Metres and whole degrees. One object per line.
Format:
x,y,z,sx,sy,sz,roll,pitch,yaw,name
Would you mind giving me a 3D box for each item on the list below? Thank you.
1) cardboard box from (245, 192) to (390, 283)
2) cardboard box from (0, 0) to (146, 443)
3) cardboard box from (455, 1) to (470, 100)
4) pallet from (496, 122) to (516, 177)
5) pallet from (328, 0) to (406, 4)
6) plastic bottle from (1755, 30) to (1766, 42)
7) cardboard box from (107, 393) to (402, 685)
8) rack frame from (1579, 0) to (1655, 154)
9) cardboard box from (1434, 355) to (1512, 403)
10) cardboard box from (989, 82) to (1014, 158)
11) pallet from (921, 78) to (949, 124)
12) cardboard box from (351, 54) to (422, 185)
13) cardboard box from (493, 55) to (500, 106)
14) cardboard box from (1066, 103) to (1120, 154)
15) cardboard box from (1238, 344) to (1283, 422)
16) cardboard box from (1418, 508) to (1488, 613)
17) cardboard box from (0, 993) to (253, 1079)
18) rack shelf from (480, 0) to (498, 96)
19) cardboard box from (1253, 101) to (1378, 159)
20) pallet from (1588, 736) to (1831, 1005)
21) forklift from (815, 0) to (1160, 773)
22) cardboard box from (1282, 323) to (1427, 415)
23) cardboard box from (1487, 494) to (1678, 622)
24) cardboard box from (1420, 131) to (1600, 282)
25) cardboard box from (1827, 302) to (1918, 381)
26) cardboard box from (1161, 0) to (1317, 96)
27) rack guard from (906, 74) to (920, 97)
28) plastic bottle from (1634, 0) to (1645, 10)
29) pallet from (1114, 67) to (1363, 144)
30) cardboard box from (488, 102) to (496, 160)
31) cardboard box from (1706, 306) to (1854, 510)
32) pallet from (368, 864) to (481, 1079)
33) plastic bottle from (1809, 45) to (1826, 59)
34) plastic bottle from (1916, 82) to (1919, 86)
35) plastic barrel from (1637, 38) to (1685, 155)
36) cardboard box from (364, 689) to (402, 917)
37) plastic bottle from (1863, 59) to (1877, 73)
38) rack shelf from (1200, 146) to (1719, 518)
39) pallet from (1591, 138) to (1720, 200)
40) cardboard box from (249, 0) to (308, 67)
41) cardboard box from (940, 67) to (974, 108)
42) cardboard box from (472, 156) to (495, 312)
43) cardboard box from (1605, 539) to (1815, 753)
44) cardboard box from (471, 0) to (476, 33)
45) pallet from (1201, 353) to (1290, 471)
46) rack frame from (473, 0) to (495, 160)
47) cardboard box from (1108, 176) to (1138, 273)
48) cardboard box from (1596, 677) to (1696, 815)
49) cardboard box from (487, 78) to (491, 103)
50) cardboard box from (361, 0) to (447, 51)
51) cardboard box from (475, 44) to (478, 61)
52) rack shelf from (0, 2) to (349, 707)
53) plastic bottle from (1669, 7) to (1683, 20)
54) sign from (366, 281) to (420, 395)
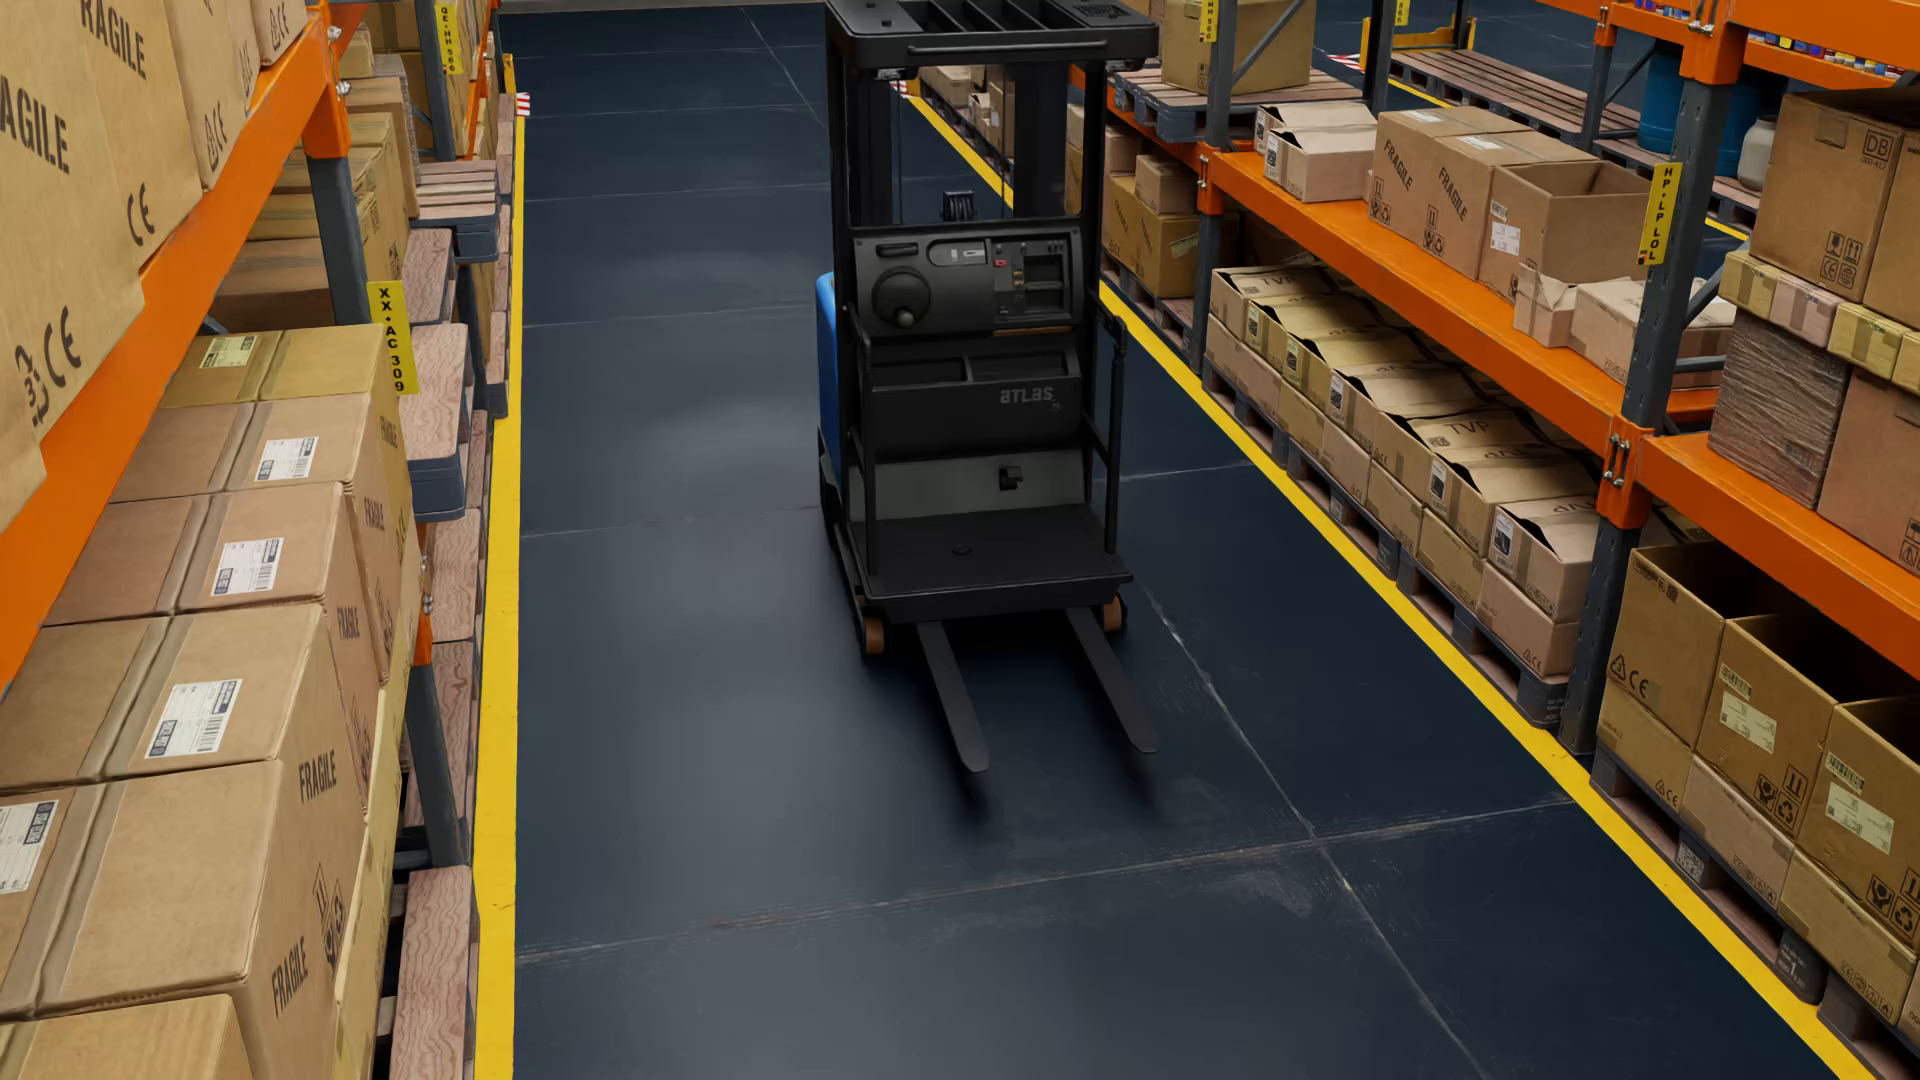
-2.281,-0.818,5.443,0.700,0.500,0.500,-3,27,-6,cardboard box
-1.218,-0.380,1.712,0.500,0.500,0.500,-5,27,-9,cardboard box
-3.062,-2.735,9.376,0.500,0.500,0.500,-6,27,-12,cardboard box
-4.257,-3.250,13.954,1.003,0.211,1.213,-6,27,-12,pallet
-2.116,-1.641,4.552,1.213,0.211,1.003,-6,27,-12,pallet
5.784,-3.718,11.931,0.097,0.271,0.097,0,27,0,plastic bottle
-1.555,0.014,3.706,0.500,0.500,0.500,-6,27,-12,cardboard box
5.769,-4.622,13.579,1.000,3.000,0.127,-6,27,-12,rack frame
2.547,-0.701,7.773,0.500,0.311,0.500,-5,27,-10,cardboard box
0.537,-3.423,13.488,0.500,0.500,0.500,-6,27,-12,cardboard box
0.238,-4.249,15.934,1.003,0.211,1.213,-6,27,-12,pallet
-2.866,-1.896,7.578,0.700,0.500,0.500,-9,28,-18,cardboard box
-4.530,-4.147,14.945,0.700,0.500,0.500,-6,27,-12,cardboard box
1.039,-2.860,11.541,0.500,0.250,0.500,-6,27,-11,cardboard box
1.789,-0.845,8.680,0.500,0.250,0.500,-7,28,-13,cardboard box
2.257,0.056,6.895,0.500,0.250,0.500,-6,27,-12,cardboard box
-1.096,0.917,1.916,0.500,0.500,0.500,-6,27,-11,cardboard box
-4.334,-4.173,13.487,1.077,0.370,4.000,-6,27,-12,rack shelf
1.883,-2.161,8.801,0.500,0.311,0.500,-4,27,-8,cardboard box
2.883,0.989,5.556,1.003,0.211,1.213,-6,27,-12,pallet
0.081,-1.015,6.508,1.130,2.935,3.031,-5,27,-10,forklift
1.915,-0.862,8.091,0.500,0.311,0.500,-7,28,-13,cardboard box
2.374,0.032,6.321,0.500,0.311,0.500,-6,27,-12,cardboard box
2.356,-1.444,7.170,0.500,0.500,0.500,-6,27,-12,cardboard box
2.733,-0.582,4.744,0.380,0.149,0.250,-7,28,-13,cardboard box
1.592,-2.862,9.514,0.700,0.500,0.500,-16,31,-29,cardboard box
0.058,-4.728,16.562,1.175,0.500,0.348,-6,27,-12,rack guard
5.436,-4.366,13.200,0.061,0.283,0.133,-6,27,-12,plastic bottle
1.622,-2.570,9.725,1.213,0.211,1.003,-6,27,-12,pallet
-4.062,-3.247,13.163,0.700,0.500,0.500,-6,27,-12,cardboard box
2.851,-0.459,5.220,0.700,0.500,0.500,-7,28,-13,cardboard box
-1.895,1.432,4.679,1.003,0.211,1.213,-6,27,-12,pallet
5.906,-3.450,11.386,0.061,0.283,0.133,-6,27,-12,plastic bottle
6.111,-3.050,10.593,0.061,0.283,0.133,-6,27,-12,plastic bottle
5.875,-3.632,13.480,0.600,0.901,0.708,-6,27,-12,plastic barrel
-1.446,0.570,3.437,0.500,0.250,0.500,-6,27,-12,cardboard box
6.037,-3.194,10.969,0.097,0.201,0.097,0,27,0,plastic bottle
2.294,-1.166,7.529,1.077,0.370,4.000,-6,27,-12,rack shelf
5.902,-3.034,13.528,1.003,0.211,1.213,-6,27,-12,pallet
-1.725,-1.299,3.533,0.500,0.500,0.500,-5,27,-10,cardboard box
0.112,-4.139,15.185,0.500,0.250,0.500,-6,27,-12,cardboard box
-3.211,-1.809,9.926,0.750,0.750,0.750,-6,27,-12,cardboard box
2.544,0.332,5.517,0.500,0.500,0.500,-6,27,-12,cardboard box
-3.534,-3.626,11.141,0.500,0.500,0.500,-6,27,-12,cardboard box
1.991,-0.755,9.011,1.003,0.211,1.213,-6,27,-12,pallet
-3.883,-3.616,11.586,1.000,3.000,0.127,-6,27,-12,rack frame
1.288,-2.059,10.787,0.500,0.500,0.500,-7,28,-13,cardboard box
2.554,0.665,5.688,0.500,0.250,0.500,-6,27,-12,cardboard box
-3.851,-3.485,12.914,0.380,0.149,0.250,-5,27,-10,cardboard box
-2.840,-2.620,8.315,0.500,0.250,0.500,-5,27,-10,cardboard box
-3.452,-3.285,11.186,0.380,0.149,0.250,-5,27,-11,cardboard box
-1.630,-0.244,2.374,1.077,0.370,4.000,-6,27,-12,rack shelf
5.584,-4.164,12.809,0.152,0.276,0.135,-6,27,-12,plastic bottle
-1.554,-0.549,4.548,0.100,0.325,0.005,-6,27,-12,sign
